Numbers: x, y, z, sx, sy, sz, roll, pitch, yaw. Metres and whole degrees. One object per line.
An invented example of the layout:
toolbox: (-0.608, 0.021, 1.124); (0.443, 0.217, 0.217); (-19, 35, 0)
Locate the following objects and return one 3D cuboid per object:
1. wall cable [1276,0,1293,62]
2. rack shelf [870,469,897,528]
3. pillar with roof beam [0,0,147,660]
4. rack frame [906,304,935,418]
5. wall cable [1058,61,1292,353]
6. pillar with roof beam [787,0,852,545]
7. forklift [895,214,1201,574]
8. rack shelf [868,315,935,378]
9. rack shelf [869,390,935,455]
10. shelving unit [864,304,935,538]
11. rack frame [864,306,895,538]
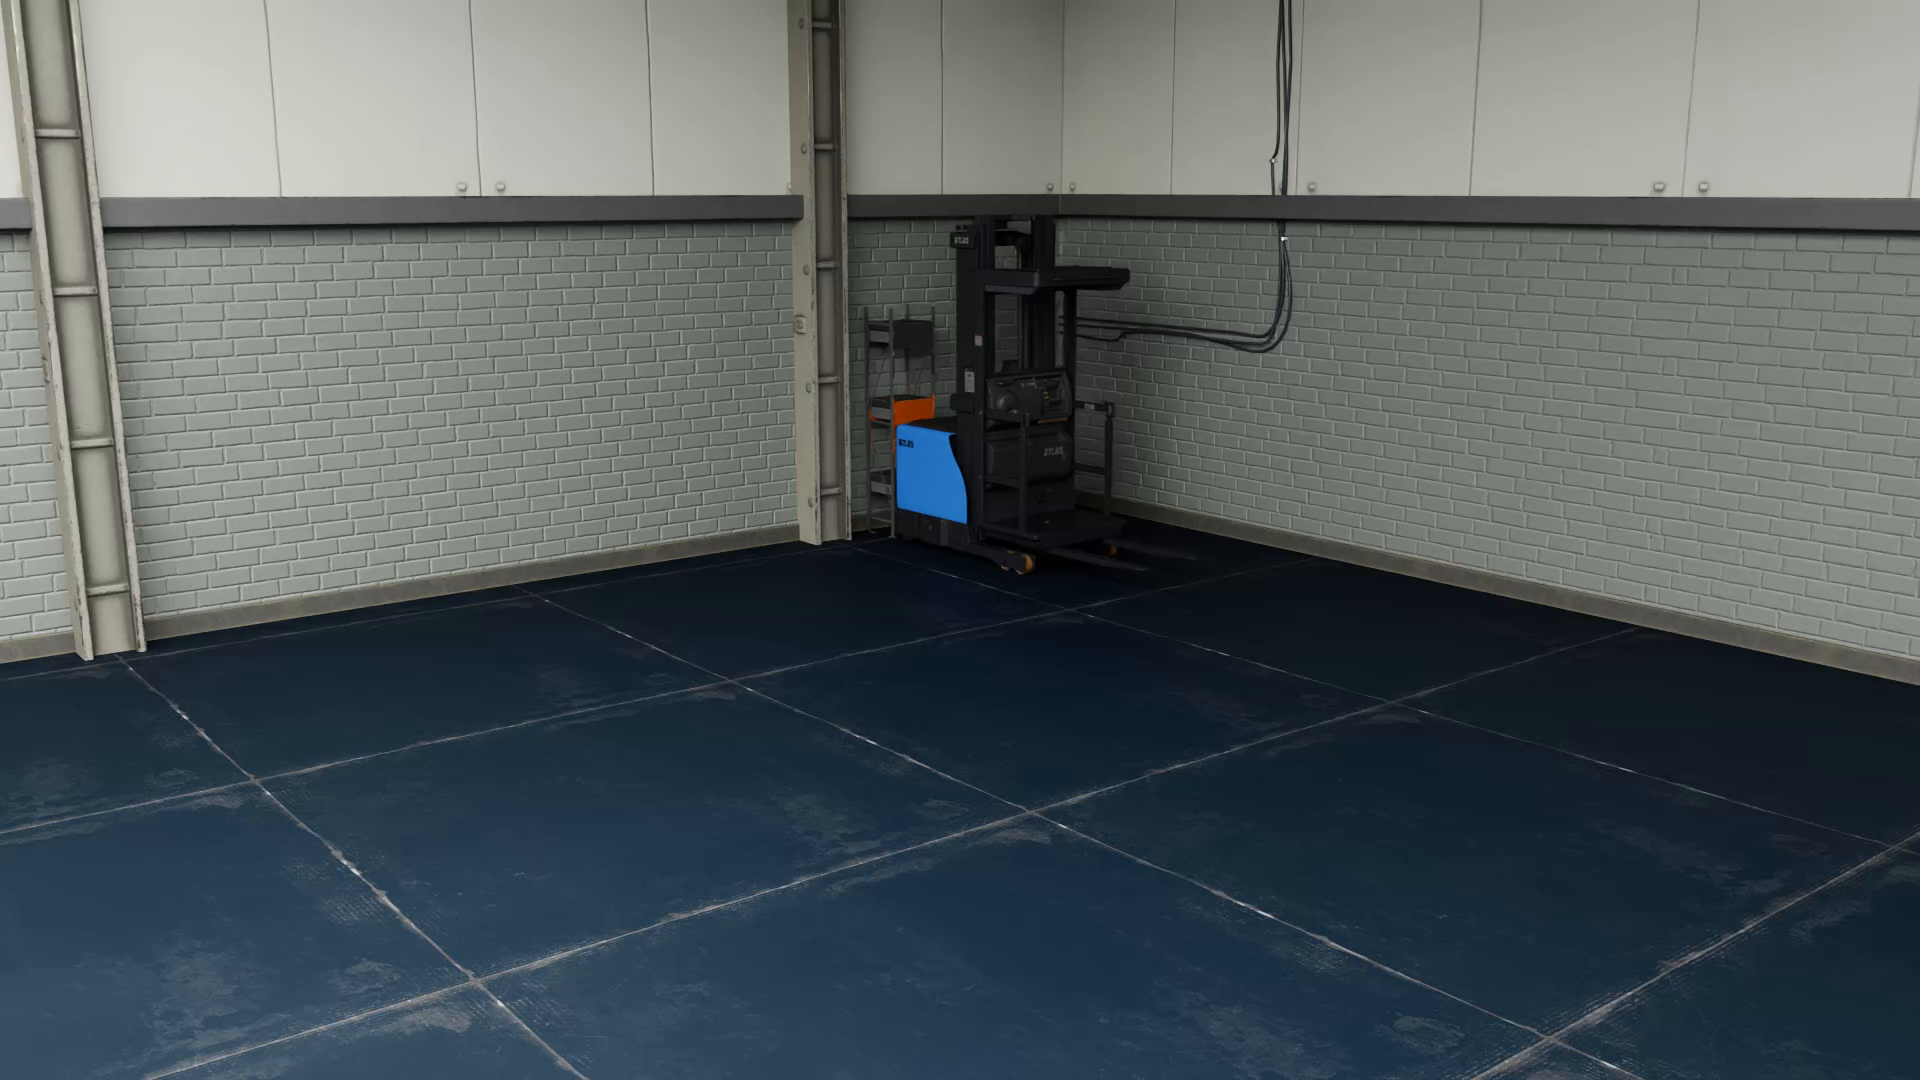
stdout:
wall cable: (3.578, -5.087, 12.860); (0.112, 2.526, 3.097); (-9, 15, -38)
rack shelf: (-0.552, -0.412, 15.570); (0.480, 0.518, 0.431); (-10, 16, -40)
pillar with roof beam: (-3.235, -2.930, 7.383); (0.400, 9.000, 9.100); (-9, 15, -38)
rack frame: (-0.367, -1.143, 15.578); (0.015, 2.100, 0.400); (-10, 16, -40)
wall cable: (1.888, -3.056, 15.451); (0.112, 2.526, 3.097); (-9, 15, -38)
pillar with roof beam: (1.450, -3.708, 11.050); (0.400, 9.000, 9.100); (-9, 15, -38)
forklift: (0.734, -1.265, 14.151); (1.130, 2.935, 3.031); (-10, 15, -39)
rack shelf: (-0.552, -1.781, 15.280); (0.480, 0.518, 0.431); (-10, 16, -40)
rack shelf: (-0.552, -1.097, 15.425); (0.480, 0.518, 0.431); (-10, 16, -40)
shelving unit: (-0.552, -1.110, 15.422); (0.503, 2.100, 0.431); (-10, 16, -40)
rack frame: (-0.737, -1.077, 15.267); (0.015, 2.100, 0.400); (-10, 16, -40)
